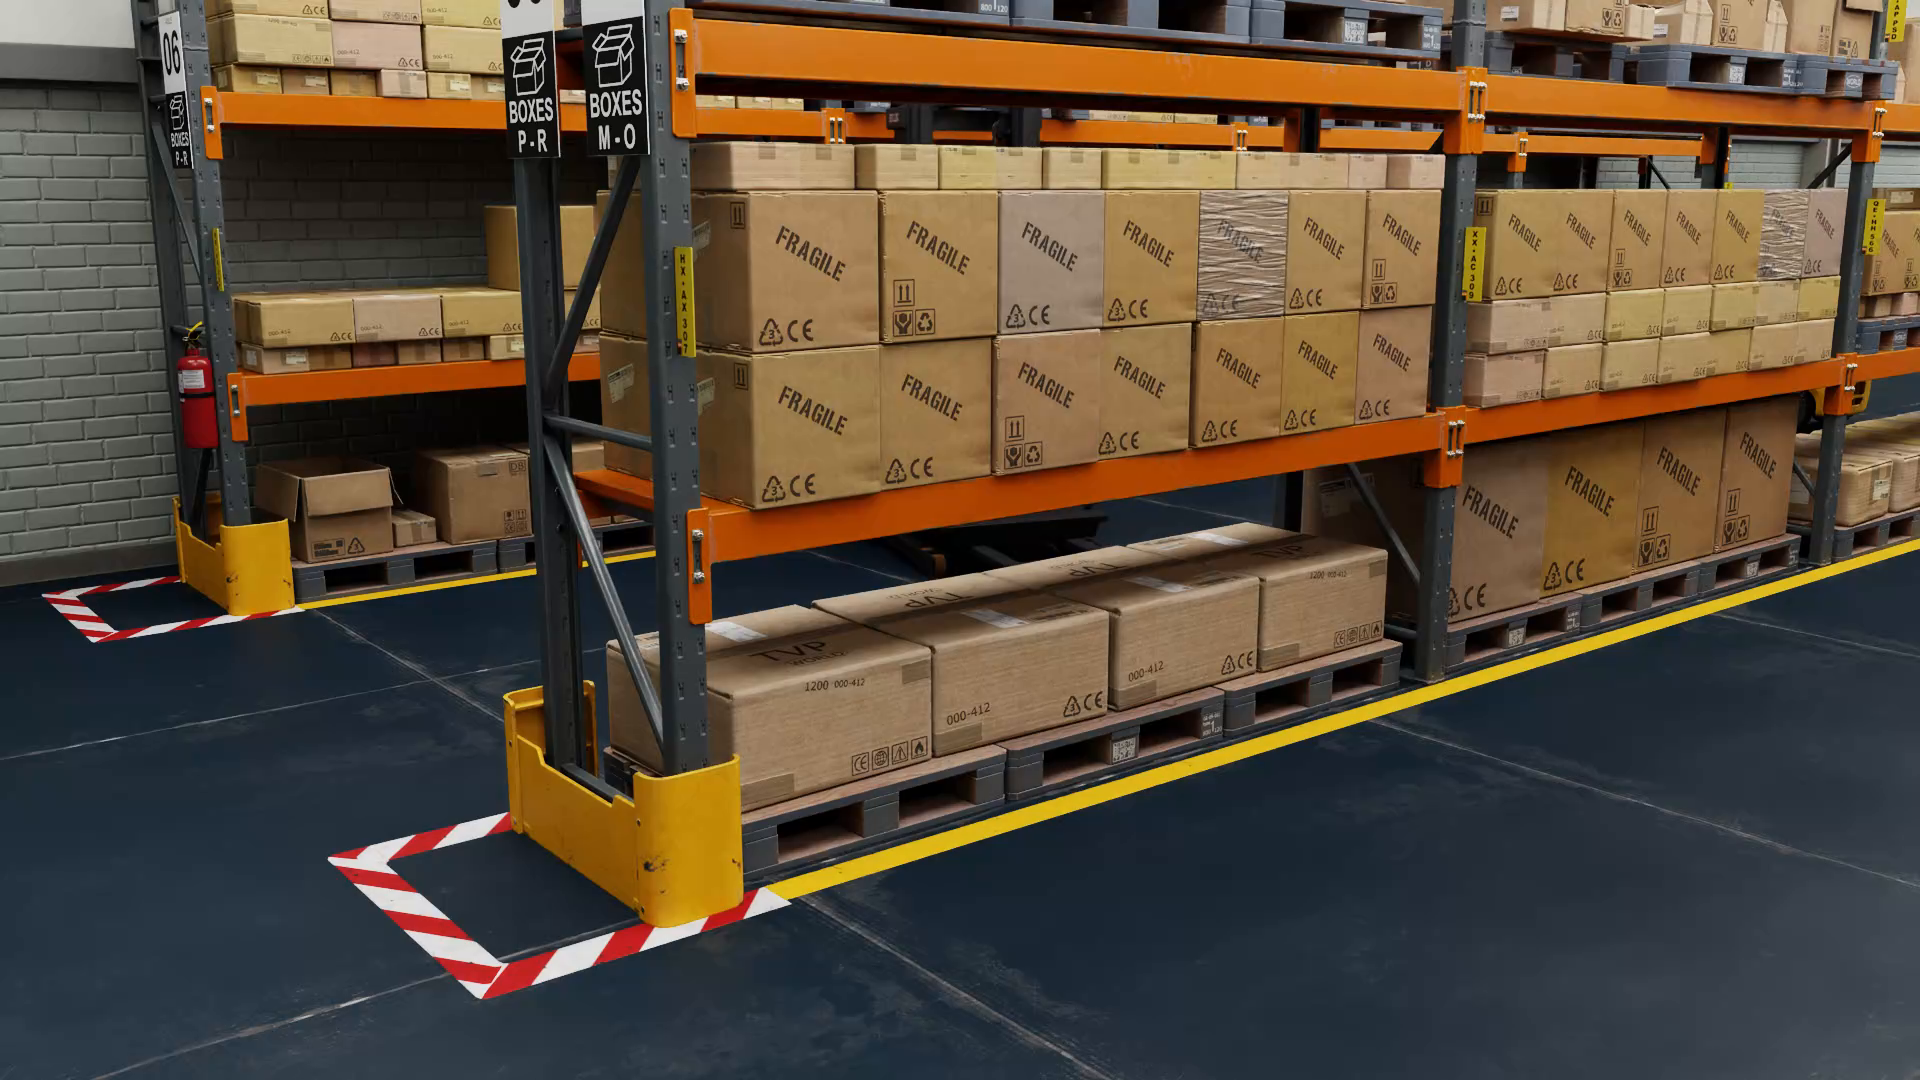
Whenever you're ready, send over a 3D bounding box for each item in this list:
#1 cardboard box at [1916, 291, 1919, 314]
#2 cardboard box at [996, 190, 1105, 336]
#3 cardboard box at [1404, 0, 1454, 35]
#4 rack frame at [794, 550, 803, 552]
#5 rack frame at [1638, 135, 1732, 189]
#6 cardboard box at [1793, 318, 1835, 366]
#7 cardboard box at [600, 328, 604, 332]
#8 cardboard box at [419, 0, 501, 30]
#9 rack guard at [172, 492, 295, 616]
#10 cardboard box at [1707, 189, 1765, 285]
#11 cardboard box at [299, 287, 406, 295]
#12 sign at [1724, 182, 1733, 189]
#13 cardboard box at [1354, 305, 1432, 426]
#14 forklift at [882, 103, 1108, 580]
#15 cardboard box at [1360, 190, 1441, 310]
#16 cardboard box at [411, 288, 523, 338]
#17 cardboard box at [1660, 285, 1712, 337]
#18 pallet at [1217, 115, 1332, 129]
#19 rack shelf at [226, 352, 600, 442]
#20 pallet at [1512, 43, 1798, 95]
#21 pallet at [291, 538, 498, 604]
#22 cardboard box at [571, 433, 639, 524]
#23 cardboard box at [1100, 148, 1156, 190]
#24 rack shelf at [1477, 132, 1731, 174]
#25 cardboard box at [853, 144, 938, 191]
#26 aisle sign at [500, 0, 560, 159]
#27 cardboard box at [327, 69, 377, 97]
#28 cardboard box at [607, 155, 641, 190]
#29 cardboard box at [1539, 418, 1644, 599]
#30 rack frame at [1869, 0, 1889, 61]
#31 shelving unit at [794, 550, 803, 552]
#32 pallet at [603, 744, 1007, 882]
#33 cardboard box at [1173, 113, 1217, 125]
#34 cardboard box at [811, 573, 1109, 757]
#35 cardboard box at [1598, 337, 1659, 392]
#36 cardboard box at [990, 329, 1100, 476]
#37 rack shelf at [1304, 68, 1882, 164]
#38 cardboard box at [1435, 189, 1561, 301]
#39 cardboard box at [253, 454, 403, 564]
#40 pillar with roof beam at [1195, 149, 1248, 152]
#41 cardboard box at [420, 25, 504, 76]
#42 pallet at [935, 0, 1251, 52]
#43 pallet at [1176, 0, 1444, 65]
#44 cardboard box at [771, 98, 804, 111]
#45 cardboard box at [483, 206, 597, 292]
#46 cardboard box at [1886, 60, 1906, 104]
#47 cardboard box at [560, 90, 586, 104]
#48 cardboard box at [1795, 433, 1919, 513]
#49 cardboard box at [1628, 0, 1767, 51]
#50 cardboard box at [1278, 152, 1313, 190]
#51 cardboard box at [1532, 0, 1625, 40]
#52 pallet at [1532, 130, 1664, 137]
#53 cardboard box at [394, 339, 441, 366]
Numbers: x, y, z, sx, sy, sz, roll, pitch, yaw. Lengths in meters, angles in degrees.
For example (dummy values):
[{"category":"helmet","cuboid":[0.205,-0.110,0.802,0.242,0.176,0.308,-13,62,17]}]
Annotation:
[{"category":"cardboard box","cuboid":[6.160,-1.569,10.889,0.250,0.149,0.380,-9,15,-37]},{"category":"cardboard box","cuboid":[0.180,-1.035,6.133,0.500,0.500,0.500,-10,15,-38]},{"category":"cardboard box","cuboid":[2.511,-2.641,8.327,0.500,0.311,0.500,-9,15,-38]},{"category":"rack frame","cuboid":[-1.138,-0.509,10.639,0.240,1.200,0.015,0,12,-1]},{"category":"rack frame","cuboid":[8.221,-3.225,19.096,0.127,3.000,1.000,-9,15,-38]},{"category":"cardboard box","cuboid":[4.845,-1.201,9.927,0.500,0.250,0.500,-10,16,-40]},{"category":"cardboard box","cuboid":[-2.293,-1.305,10.659,0.250,0.149,0.380,-9,15,-37]},{"category":"cardboard box","cuboid":[-2.977,-3.080,9.633,0.500,0.250,0.500,-10,15,-39]},{"category":"rack guard","cuboid":[-4.214,0.064,9.625,0.348,0.500,1.175,-9,15,-38]},{"category":"cardboard box","cuboid":[4.050,-1.680,9.170,0.500,0.500,0.500,-9,15,-38]},{"category":"cardboard box","cuboid":[-3.676,-1.391,10.101,0.500,0.250,0.500,-9,15,-37]},{"category":"sign","cuboid":[8.549,-3.818,18.528,0.005,0.325,0.100,-9,15,-38]},{"category":"cardboard box","cuboid":[1.752,-0.811,7.485,0.500,0.500,0.500,-9,15,-37]},{"category":"forklift","cuboid":[0.229,-1.285,10.126,1.130,2.935,3.031,-4,13,-20]},{"category":"cardboard box","cuboid":[1.758,-1.296,7.360,0.500,0.500,0.500,-10,15,-38]},{"category":"cardboard box","cuboid":[-2.963,-1.368,9.995,0.500,0.250,0.500,-10,15,-39]},{"category":"cardboard box","cuboid":[3.668,-1.245,8.930,0.500,0.250,0.500,-10,16,-39]},{"category":"pallet","cuboid":[2.448,-3.665,14.399,1.003,0.211,1.213,-9,15,-35]},{"category":"rack shelf","cuboid":[-2.711,-1.057,10.616,4.000,0.370,1.077,-9,15,-38]},{"category":"pallet","cuboid":[3.737,-2.520,9.007,1.213,0.211,1.003,-9,15,-35]},{"category":"pallet","cuboid":[-3.592,0.102,10.143,1.213,0.211,1.003,-9,15,-38]},{"category":"cardboard box","cuboid":[-2.234,-0.435,10.963,0.500,0.500,0.700,-10,16,-40]},{"category":"cardboard box","cuboid":[0.518,-1.395,6.269,0.250,0.149,0.380,-10,16,-39]},{"category":"rack shelf","cuboid":[6.659,-4.081,17.637,4.000,0.370,1.077,-9,15,-38]},{"category":"cardboard box","cuboid":[-0.284,-1.262,5.639,0.250,0.149,0.380,-9,15,-36]},{"category":"aisle sign","cuboid":[-1.419,-1.657,5.452,0.004,0.787,0.394,-9,15,-38]},{"category":"cardboard box","cuboid":[-3.479,-2.566,9.374,0.250,0.149,0.380,-9,15,-37]},{"category":"cardboard box","cuboid":[-1.014,-1.279,5.720,0.250,0.149,0.380,-9,15,-37]},{"category":"cardboard box","cuboid":[3.089,-0.242,9.149,0.875,0.875,0.875,-9,15,-36]},{"category":"rack frame","cuboid":[5.078,-4.317,9.795,0.127,3.000,1.000,-9,15,-38]},{"category":"shelving unit","cuboid":[-1.140,-0.560,10.878,0.258,1.200,0.503,0,12,-1]},{"category":"pallet","cuboid":[-0.594,0.903,6.368,1.213,0.211,1.003,-9,15,-38]},{"category":"cardboard box","cuboid":[1.725,-3.475,13.412,0.500,0.250,0.500,-10,16,-40]},{"category":"cardboard box","cuboid":[-0.007,0.481,6.798,0.875,0.438,0.875,-9,15,-36]},{"category":"cardboard box","cuboid":[3.276,-0.936,8.675,0.500,0.250,0.500,-10,15,-38]},{"category":"cardboard box","cuboid":[0.171,-0.542,6.221,0.500,0.500,0.500,-10,15,-38]},{"category":"rack shelf","cuboid":[3.516,-2.238,8.959,4.000,0.370,1.077,-9,15,-38]},{"category":"cardboard box","cuboid":[2.477,-1.412,7.909,0.500,0.500,0.500,-9,15,-37]},{"category":"cardboard box","cuboid":[-3.736,-0.197,9.836,0.637,0.503,0.797,-10,16,-40]},{"category":"pillar with roof beam","cuboid":[5.118,-4.739,11.781,0.400,9.000,9.100,-9,15,-38]},{"category":"cardboard box","cuboid":[-2.964,-2.835,9.684,0.500,0.250,0.500,-10,16,-39]},{"category":"pallet","cuboid":[0.357,-2.026,6.438,1.213,0.211,1.003,-9,15,-38]},{"category":"pallet","cuboid":[1.309,-2.183,7.180,1.213,0.211,1.003,-9,15,-38]},{"category":"cardboard box","cuboid":[-1.246,-2.918,11.032,0.250,0.149,0.380,-10,15,-38]},{"category":"cardboard box","cuboid":[-2.579,-1.798,10.214,0.500,0.500,0.500,-9,15,-36]},{"category":"cardboard box","cuboid":[5.629,-2.831,10.339,0.258,0.266,0.396,-9,15,-38]},{"category":"cardboard box","cuboid":[-2.429,-2.713,10.069,0.250,0.149,0.380,-9,15,-37]},{"category":"cardboard box","cuboid":[6.096,-0.471,11.442,0.625,0.372,0.950,-10,15,-39]},{"category":"cardboard box","cuboid":[3.883,-2.828,8.754,0.500,0.500,0.500,-9,15,-37]},{"category":"cardboard box","cuboid":[1.252,-1.544,6.970,0.250,0.149,0.380,-10,15,-38]},{"category":"cardboard box","cuboid":[2.824,-2.652,7.926,0.500,0.500,0.500,-10,15,-39]},{"category":"pallet","cuboid":[6.699,-4.403,17.632,1.213,0.211,1.003,-9,15,-38]},{"category":"cardboard box","cuboid":[-3.256,-1.127,9.822,0.250,0.149,0.380,-9,15,-36]}]
